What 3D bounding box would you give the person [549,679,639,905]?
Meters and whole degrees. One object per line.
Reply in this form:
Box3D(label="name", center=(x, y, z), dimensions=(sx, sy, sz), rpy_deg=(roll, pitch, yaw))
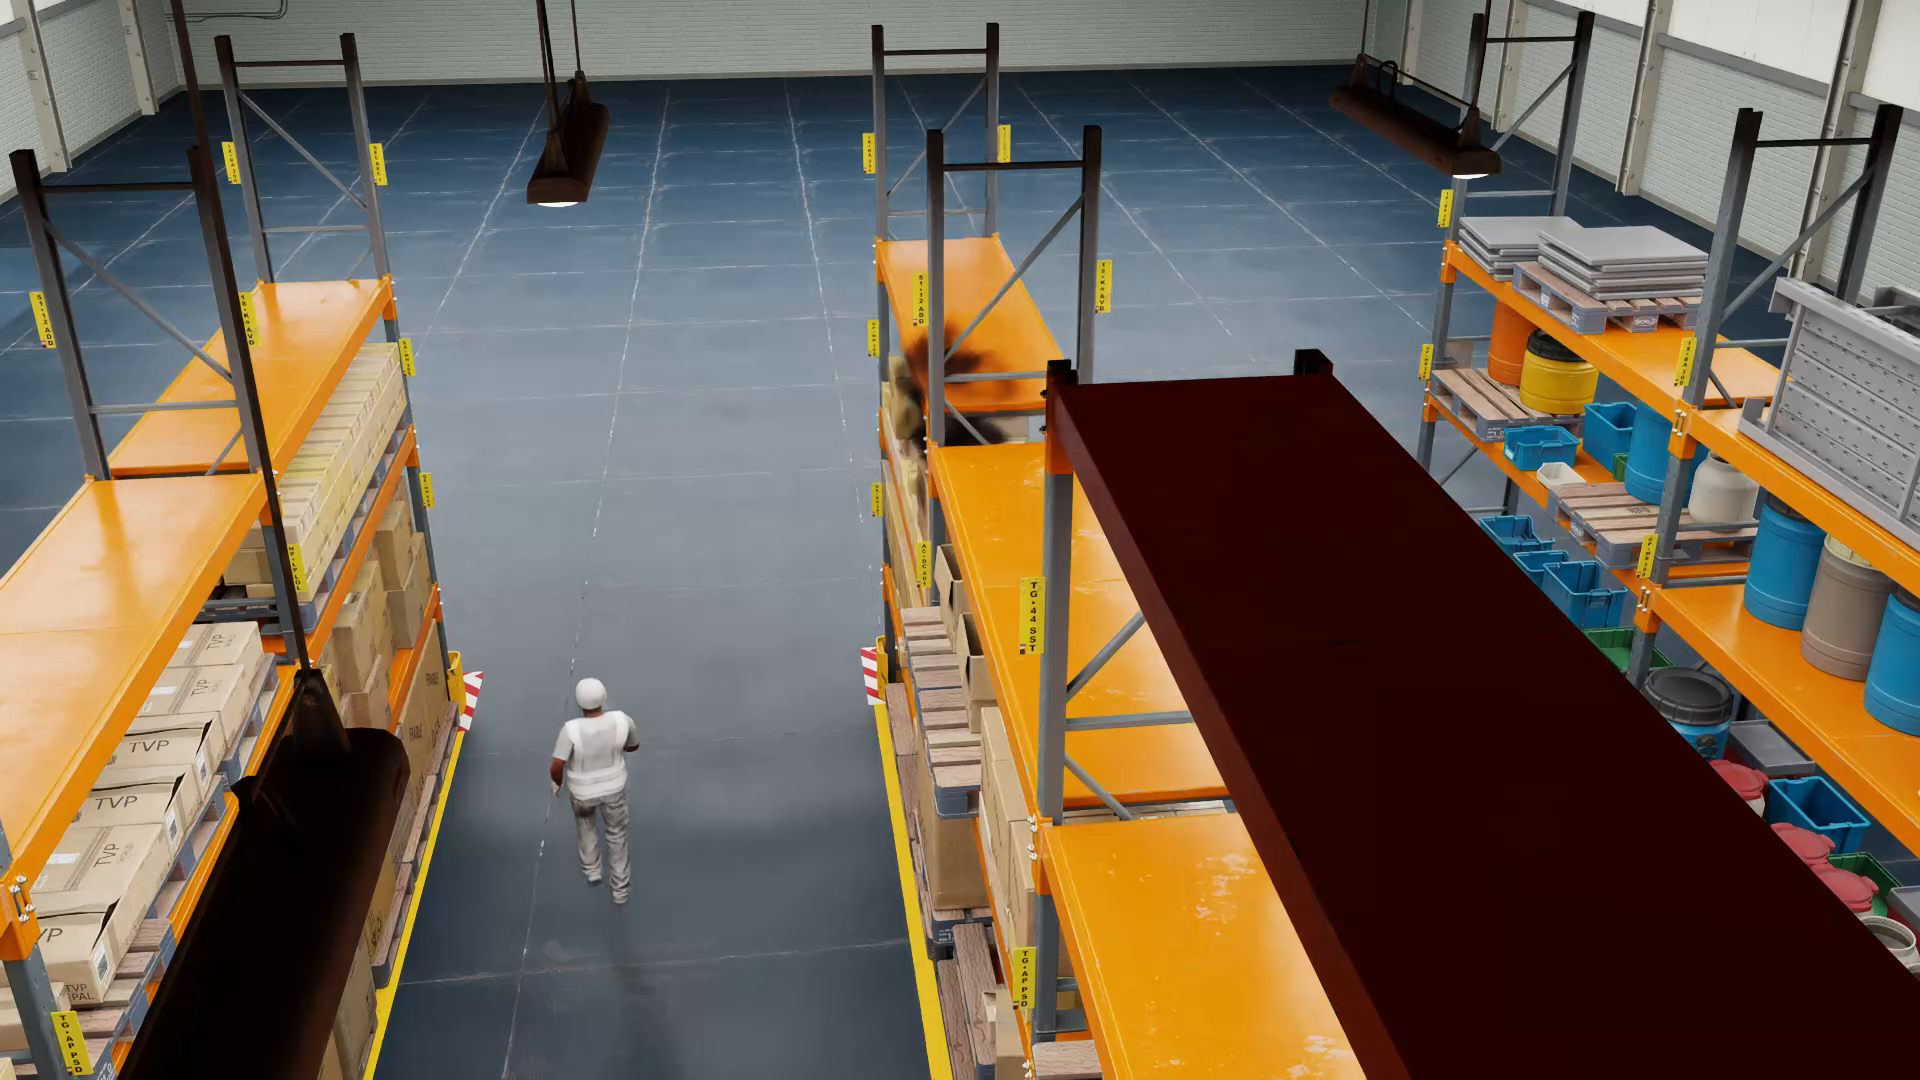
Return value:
Box3D(label="person", center=(-2.630, 1.801, 12.064), dimensions=(0.656, 1.866, 0.712), rpy_deg=(-8, 27, -16))
